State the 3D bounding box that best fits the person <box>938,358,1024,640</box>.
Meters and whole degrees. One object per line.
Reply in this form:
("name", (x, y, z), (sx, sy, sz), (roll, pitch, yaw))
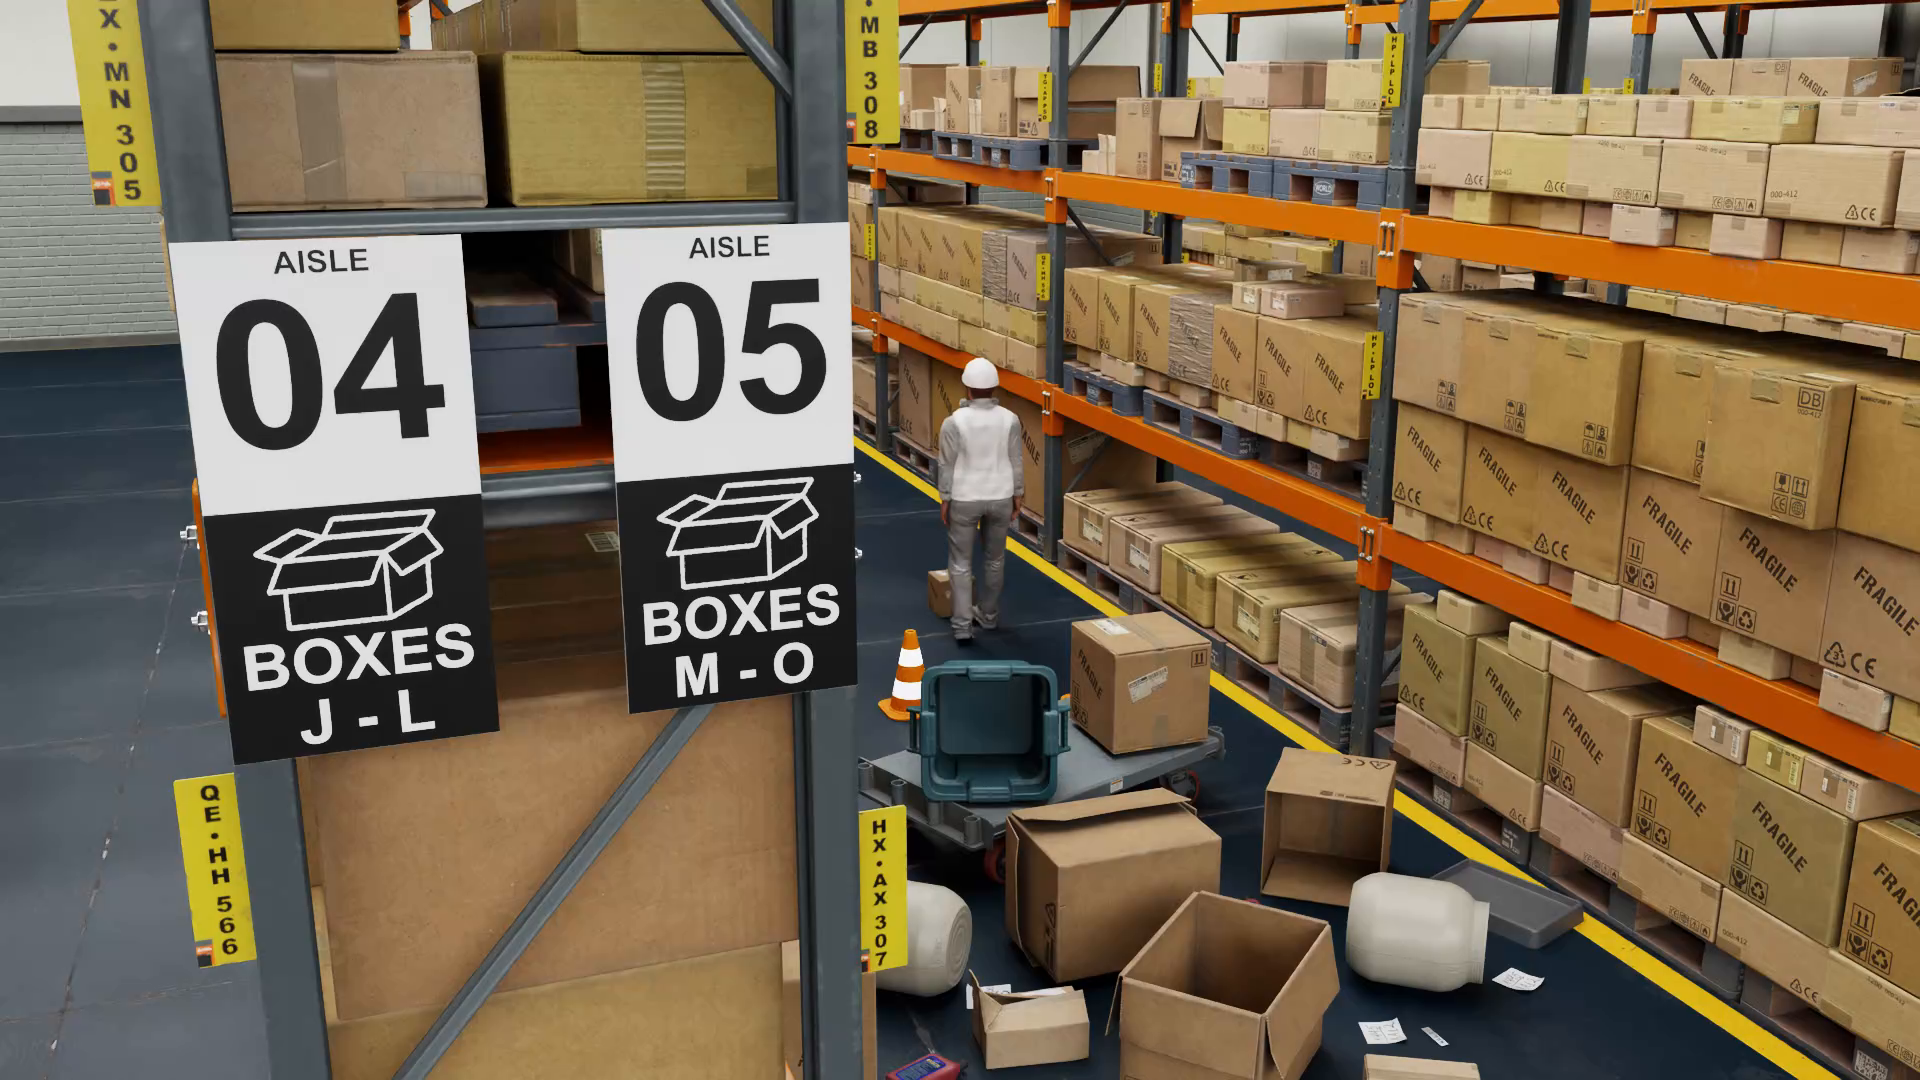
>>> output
("person", (0.120, -0.262, 10.434), (0.559, 1.791, 0.597), (-3, 16, -11))
